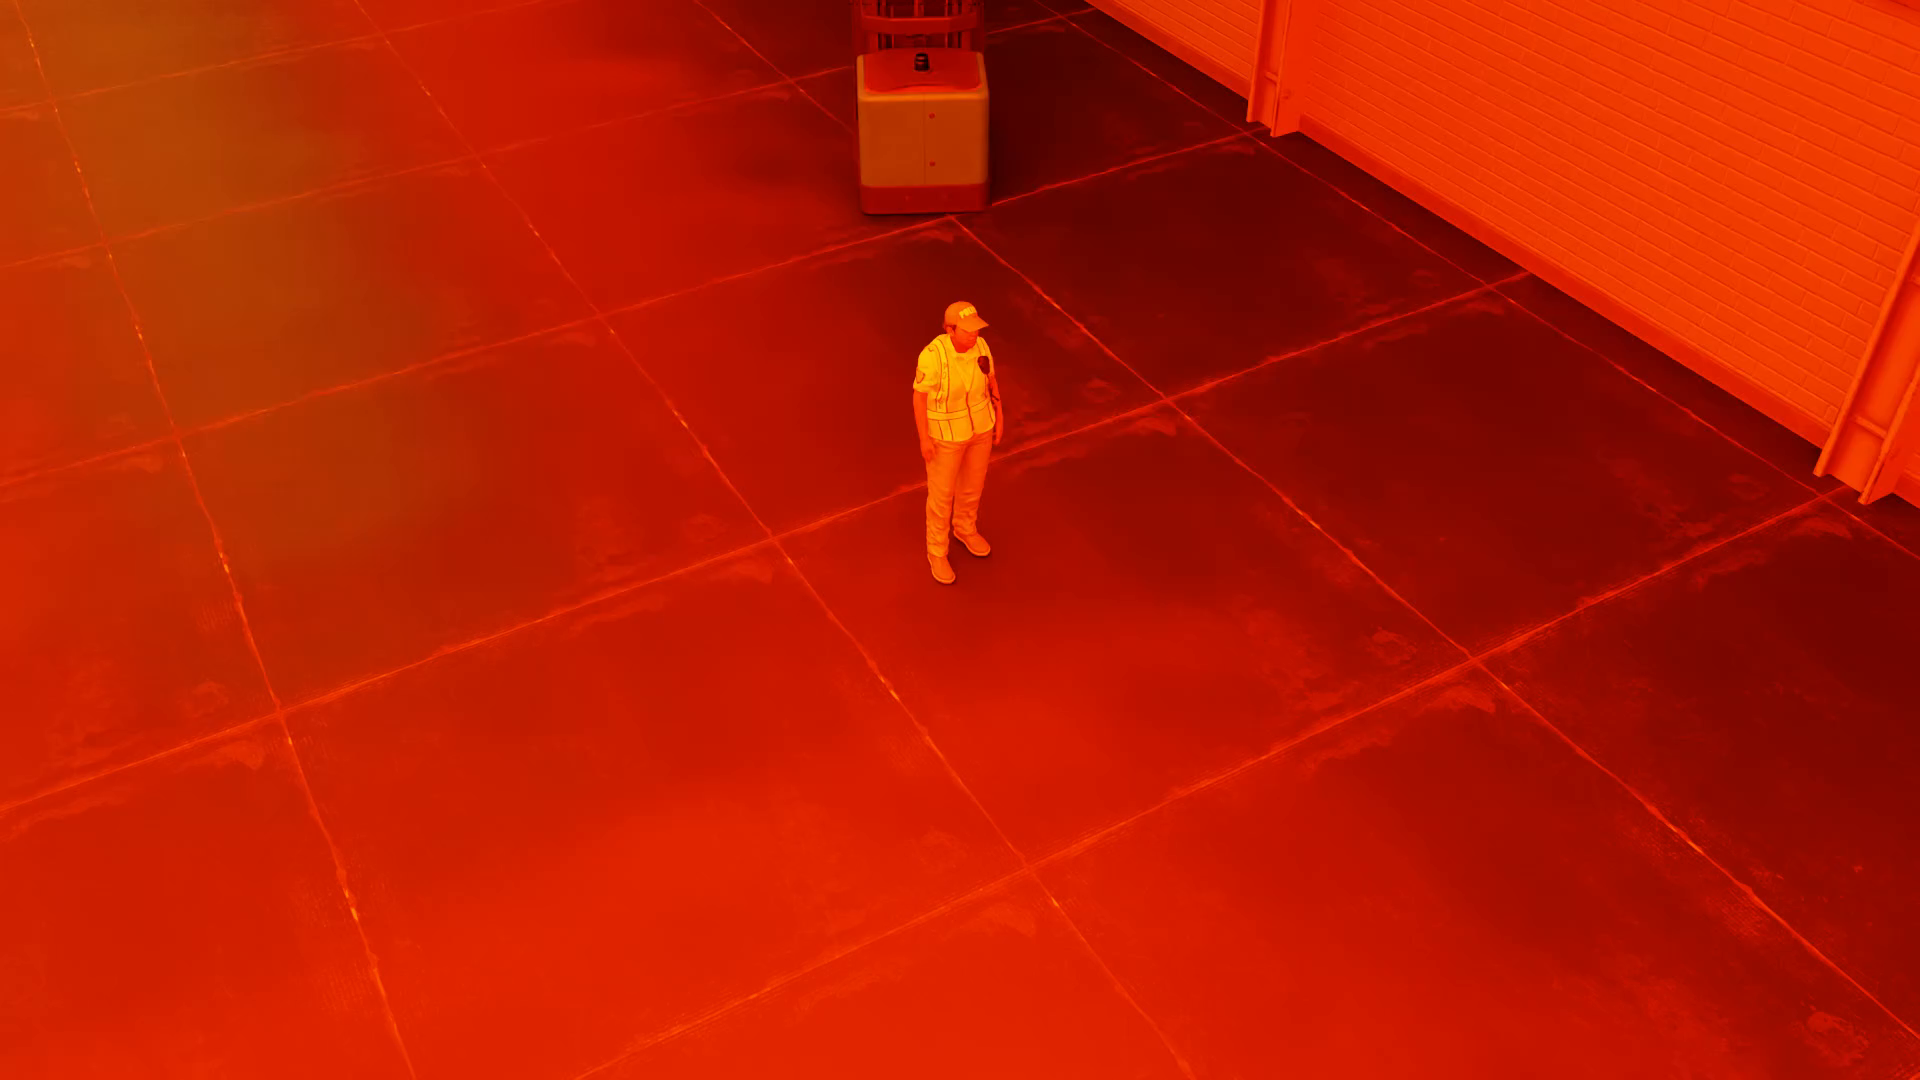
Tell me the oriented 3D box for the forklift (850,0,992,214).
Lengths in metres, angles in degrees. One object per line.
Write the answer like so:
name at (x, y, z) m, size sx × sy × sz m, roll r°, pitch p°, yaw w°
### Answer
forklift at (-0.362, -4.672, 13.669) m, size 1.130 × 2.935 × 3.031 m, roll -2°, pitch 40°, yaw -3°

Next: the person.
person at (0.018, -0.597, 9.736) m, size 0.598 × 1.670 × 0.529 m, roll -20°, pitch 44°, yaw -23°
